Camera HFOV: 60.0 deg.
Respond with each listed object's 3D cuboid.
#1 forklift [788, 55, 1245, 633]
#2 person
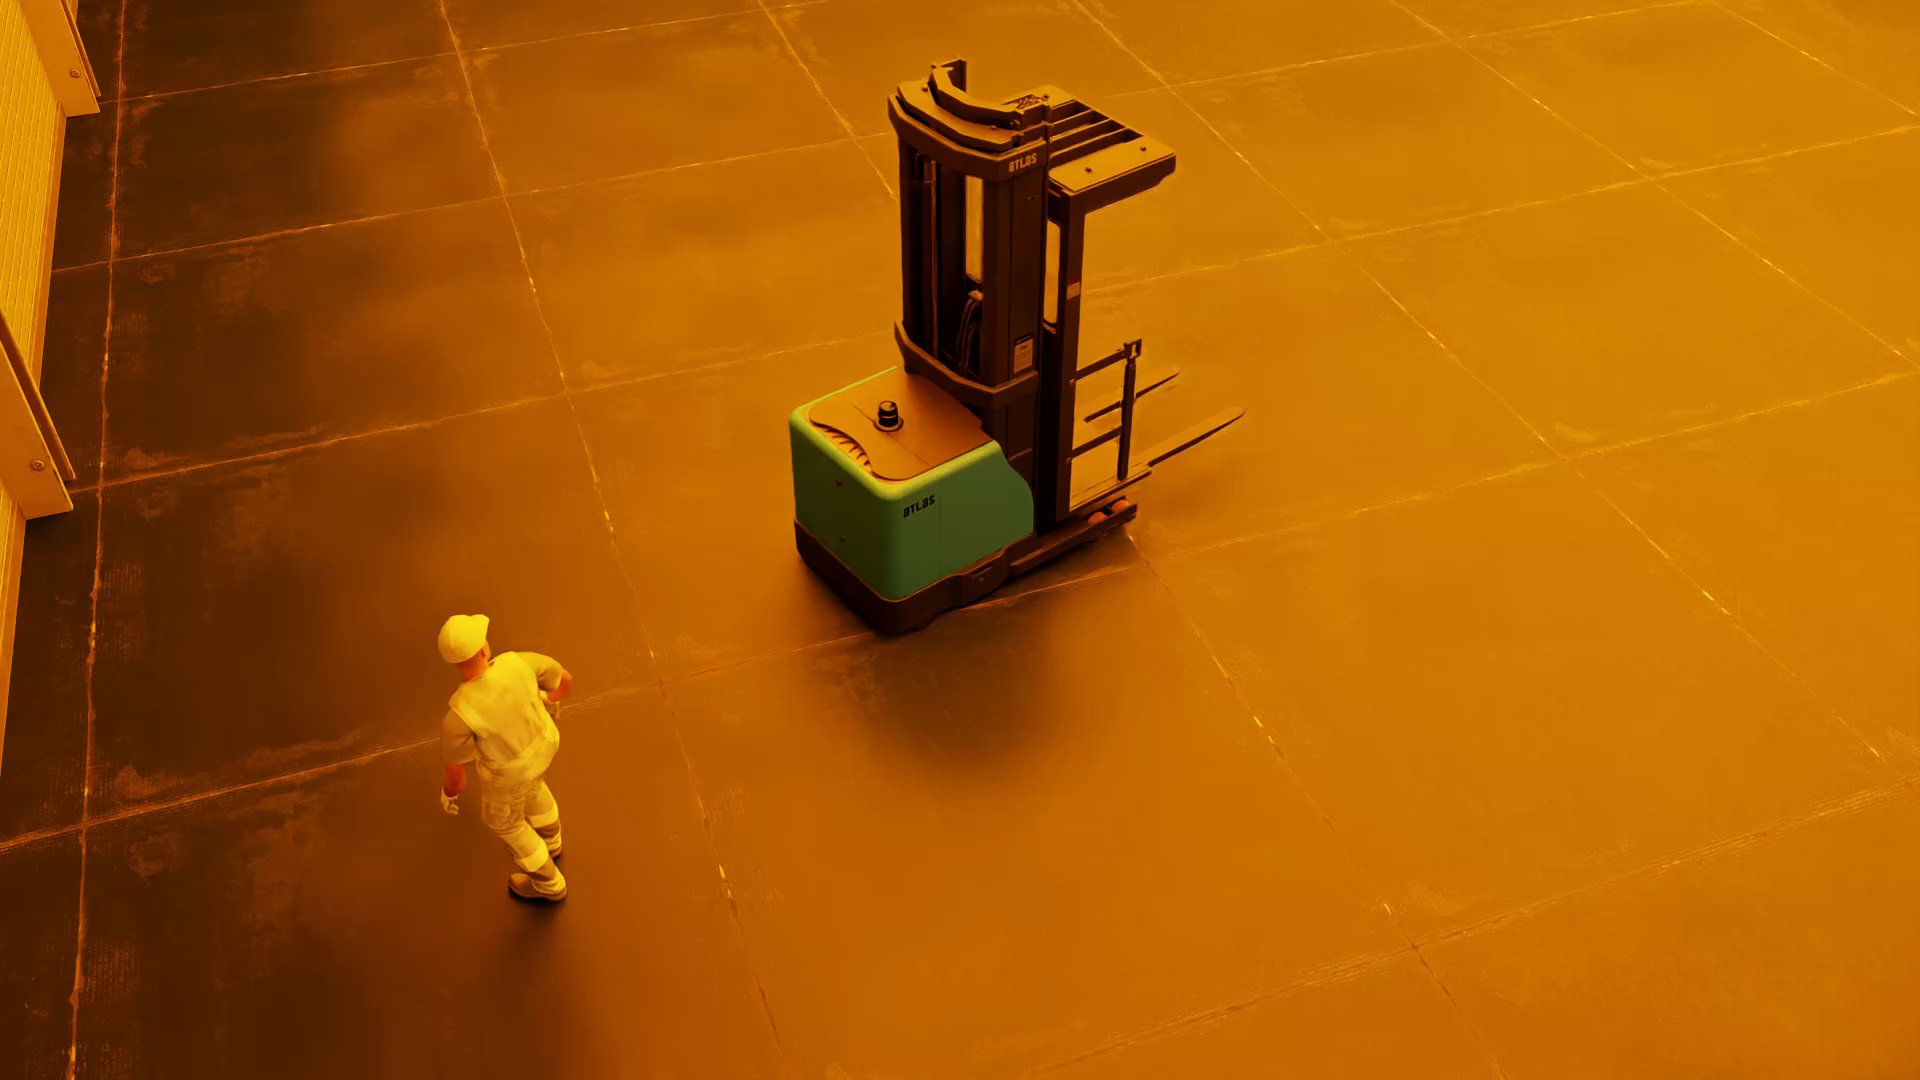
[{"bbox_3d":[0.478,-1.372,9.630,3.031,2.935,1.130,-27,47,-28],"label":"forklift"},{"bbox_3d":[-2.135,0.999,7.717,0.506,1.761,0.757,19,44,21],"label":"person"}]
